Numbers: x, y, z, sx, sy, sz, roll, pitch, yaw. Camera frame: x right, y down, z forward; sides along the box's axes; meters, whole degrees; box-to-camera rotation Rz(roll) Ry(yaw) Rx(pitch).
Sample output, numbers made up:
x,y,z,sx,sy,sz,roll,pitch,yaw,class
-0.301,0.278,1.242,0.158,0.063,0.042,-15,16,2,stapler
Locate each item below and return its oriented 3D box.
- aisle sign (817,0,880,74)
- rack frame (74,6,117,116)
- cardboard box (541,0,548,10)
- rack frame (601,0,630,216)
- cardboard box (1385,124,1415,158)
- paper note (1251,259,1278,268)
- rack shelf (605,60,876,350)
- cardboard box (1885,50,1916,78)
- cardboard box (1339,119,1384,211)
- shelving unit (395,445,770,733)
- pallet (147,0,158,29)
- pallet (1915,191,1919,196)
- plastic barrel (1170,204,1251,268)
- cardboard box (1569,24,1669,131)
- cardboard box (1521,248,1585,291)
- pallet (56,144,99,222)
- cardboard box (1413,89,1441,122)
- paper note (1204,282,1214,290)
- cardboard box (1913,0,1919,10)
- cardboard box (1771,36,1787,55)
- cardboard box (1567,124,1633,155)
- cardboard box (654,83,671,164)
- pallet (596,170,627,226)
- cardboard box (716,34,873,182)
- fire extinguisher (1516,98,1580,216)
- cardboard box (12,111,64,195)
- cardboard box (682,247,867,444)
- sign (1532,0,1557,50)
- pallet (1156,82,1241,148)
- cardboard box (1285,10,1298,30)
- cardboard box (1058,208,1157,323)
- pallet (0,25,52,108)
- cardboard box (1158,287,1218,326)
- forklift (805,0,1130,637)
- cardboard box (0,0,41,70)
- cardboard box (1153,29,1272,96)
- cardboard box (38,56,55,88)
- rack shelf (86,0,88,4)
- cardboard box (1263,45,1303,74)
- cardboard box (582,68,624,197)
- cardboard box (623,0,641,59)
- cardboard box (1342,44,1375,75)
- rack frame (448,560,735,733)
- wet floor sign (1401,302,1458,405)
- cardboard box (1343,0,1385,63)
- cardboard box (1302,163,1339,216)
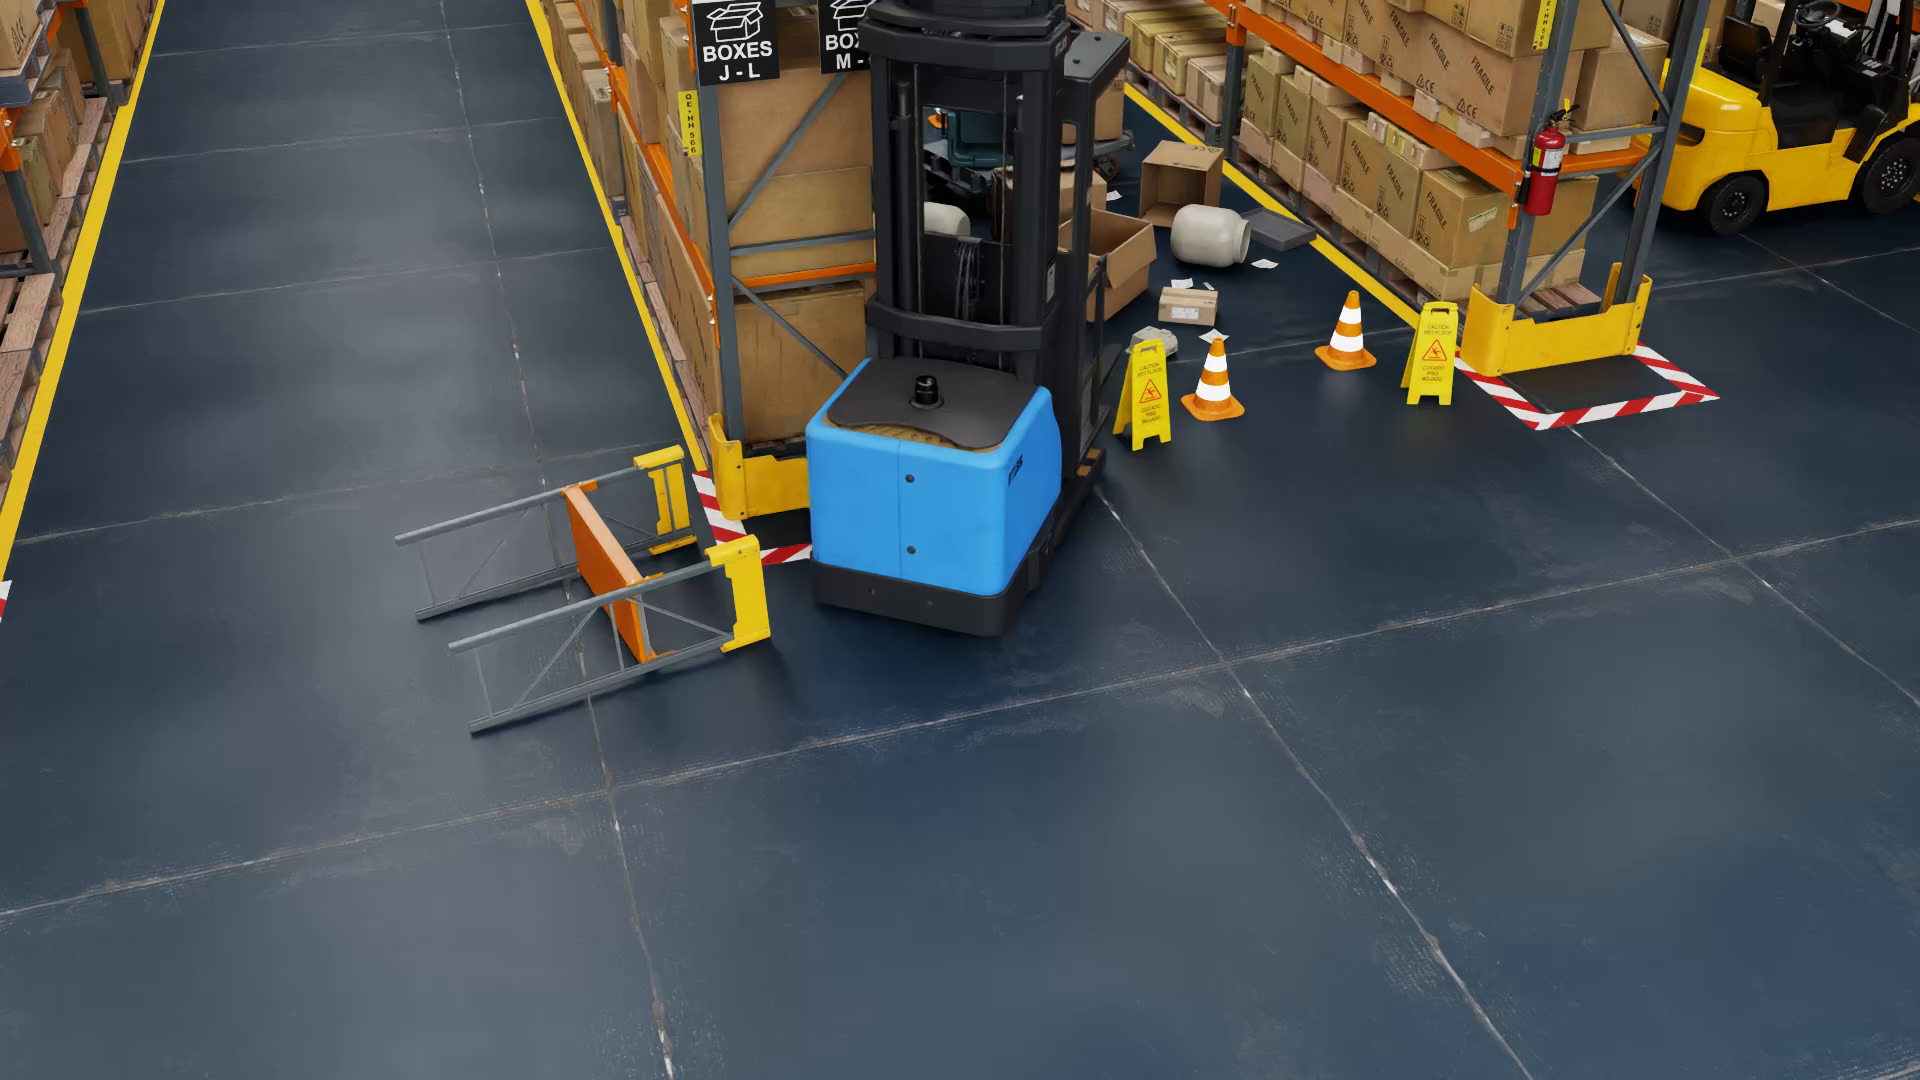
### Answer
x,y,z,sx,sy,sz,roll,pitch,yaw,class
-0.495,-2.649,7.999,0.394,0.787,0.004,-10,35,-15,aisle sign
-7.997,-4.970,13.870,1.000,3.000,0.127,-10,35,-15,rack frame
-4.024,-5.733,16.911,0.500,0.500,0.500,-12,35,-17,cardboard box
-2.023,-3.651,11.874,1.000,3.000,0.127,-10,35,-15,rack frame
3.138,-2.739,11.338,0.380,0.149,0.250,-9,35,-14,cardboard box
2.217,-2.010,12.083,0.142,0.019,0.148,-23,40,-31,paper note
-1.413,-2.301,10.483,1.077,0.370,4.000,-10,35,-15,rack shelf
7.697,-3.705,13.162,0.500,0.250,0.500,-11,35,-16,cardboard box
3.078,-2.694,11.858,0.500,0.500,0.500,-11,35,-16,cardboard box
-1.871,0.212,8.238,1.500,0.587,1.083,-19,37,-23,shelving unit
-8.910,-5.514,17.223,1.003,0.211,1.213,-10,35,-15,pallet
7.965,-3.144,13.635,1.003,0.211,1.213,-10,35,-15,pallet
1.809,-2.191,12.002,0.512,0.421,0.421,13,36,18,plastic barrel
4.000,-2.897,10.373,0.500,0.500,0.500,-11,35,-15,cardboard box
3.898,-1.934,11.389,0.500,0.250,0.500,-10,35,-15,cardboard box
-7.392,-2.757,13.050,1.003,0.211,1.213,-10,35,-15,pallet
3.215,-2.875,10.927,0.380,0.149,0.250,-9,35,-14,cardboard box
1.762,-1.799,11.783,0.032,0.001,0.123,-10,35,-15,paper note
7.736,-4.334,12.817,0.500,0.500,0.500,-10,35,-14,cardboard box
7.240,-4.304,14.522,0.500,0.250,0.500,-10,35,-15,cardboard box
3.974,-2.545,10.427,0.380,0.149,0.250,-10,35,-15,cardboard box
-1.400,-2.672,10.256,0.875,0.550,0.500,-10,35,-15,cardboard box
-2.330,-2.880,13.236,1.003,0.211,1.213,-10,35,-15,pallet
-0.879,-2.265,8.661,0.875,0.550,0.550,-10,35,-15,cardboard box
3.477,-2.266,9.849,0.296,0.674,0.183,-10,35,-15,fire extinguisher
-7.243,-2.884,12.581,0.700,0.500,0.500,-13,36,-19,cardboard box
-1.073,-1.185,9.688,0.875,0.875,0.875,-10,35,-14,cardboard box
3.346,-2.968,9.504,0.100,0.325,0.005,-10,35,-15,sign
2.422,-3.782,14.601,1.003,0.211,1.213,-10,35,-15,pallet
2.688,-3.954,12.560,0.380,0.149,0.250,-10,35,-15,cardboard box
0.934,-1.891,11.475,0.637,0.503,0.797,19,38,26,cardboard box
-6.872,-3.216,11.389,1.003,0.211,1.213,-10,35,-15,pallet
1.557,-1.595,11.348,0.380,0.149,0.250,7,34,10,cardboard box
0.207,-1.551,8.758,1.130,2.935,3.031,11,35,16,forklift
-6.886,-3.736,11.078,1.000,1.000,1.000,-10,35,-14,cardboard box
2.275,-4.267,14.809,0.950,0.372,0.625,-8,34,-12,cardboard box
-7.593,-3.800,13.288,0.500,0.250,0.500,-6,34,-9,cardboard box
-8.608,-5.720,15.657,1.077,0.370,4.000,-10,35,-15,rack shelf
2.564,-3.717,12.818,0.380,0.149,0.250,-10,35,-14,cardboard box
-2.298,-3.198,12.849,1.050,0.750,0.750,-10,35,-15,cardboard box
-1.631,-3.389,10.361,0.875,0.550,0.550,-10,35,-15,cardboard box
2.936,-3.412,11.739,0.380,0.149,0.250,-10,35,-15,cardboard box
-1.620,0.458,7.858,1.500,0.500,0.032,-19,37,-23,rack frame
2.919,-1.174,10.261,0.267,0.644,0.232,1,33,2,wet floor sign
3.018,-3.637,11.492,0.500,0.500,0.500,-10,35,-14,cardboard box
2.921,-2.653,12.476,0.500,0.250,0.500,-10,35,-15,cardboard box
